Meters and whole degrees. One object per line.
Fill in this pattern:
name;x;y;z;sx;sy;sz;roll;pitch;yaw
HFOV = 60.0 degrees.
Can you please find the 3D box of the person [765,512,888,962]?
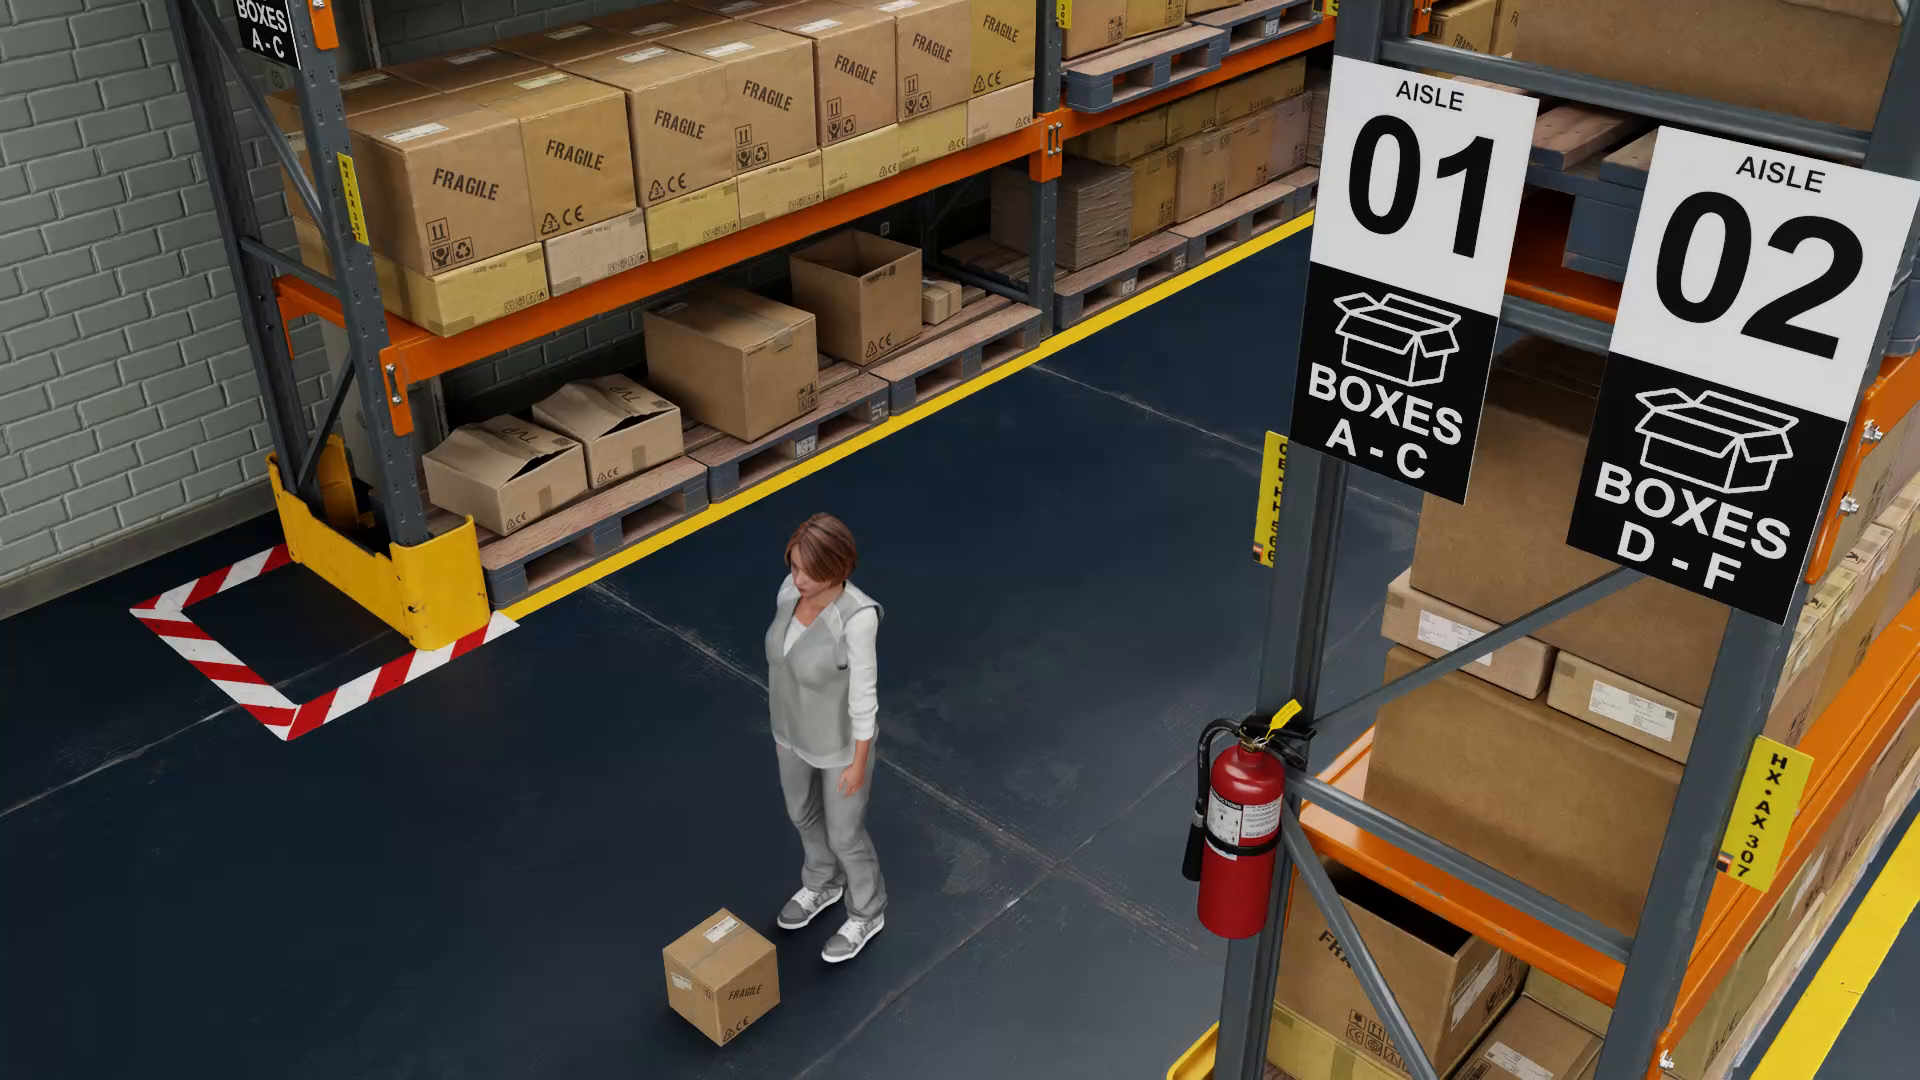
person;-0.407;0.627;5.148;0.405;1.583;0.304;27;41;36
